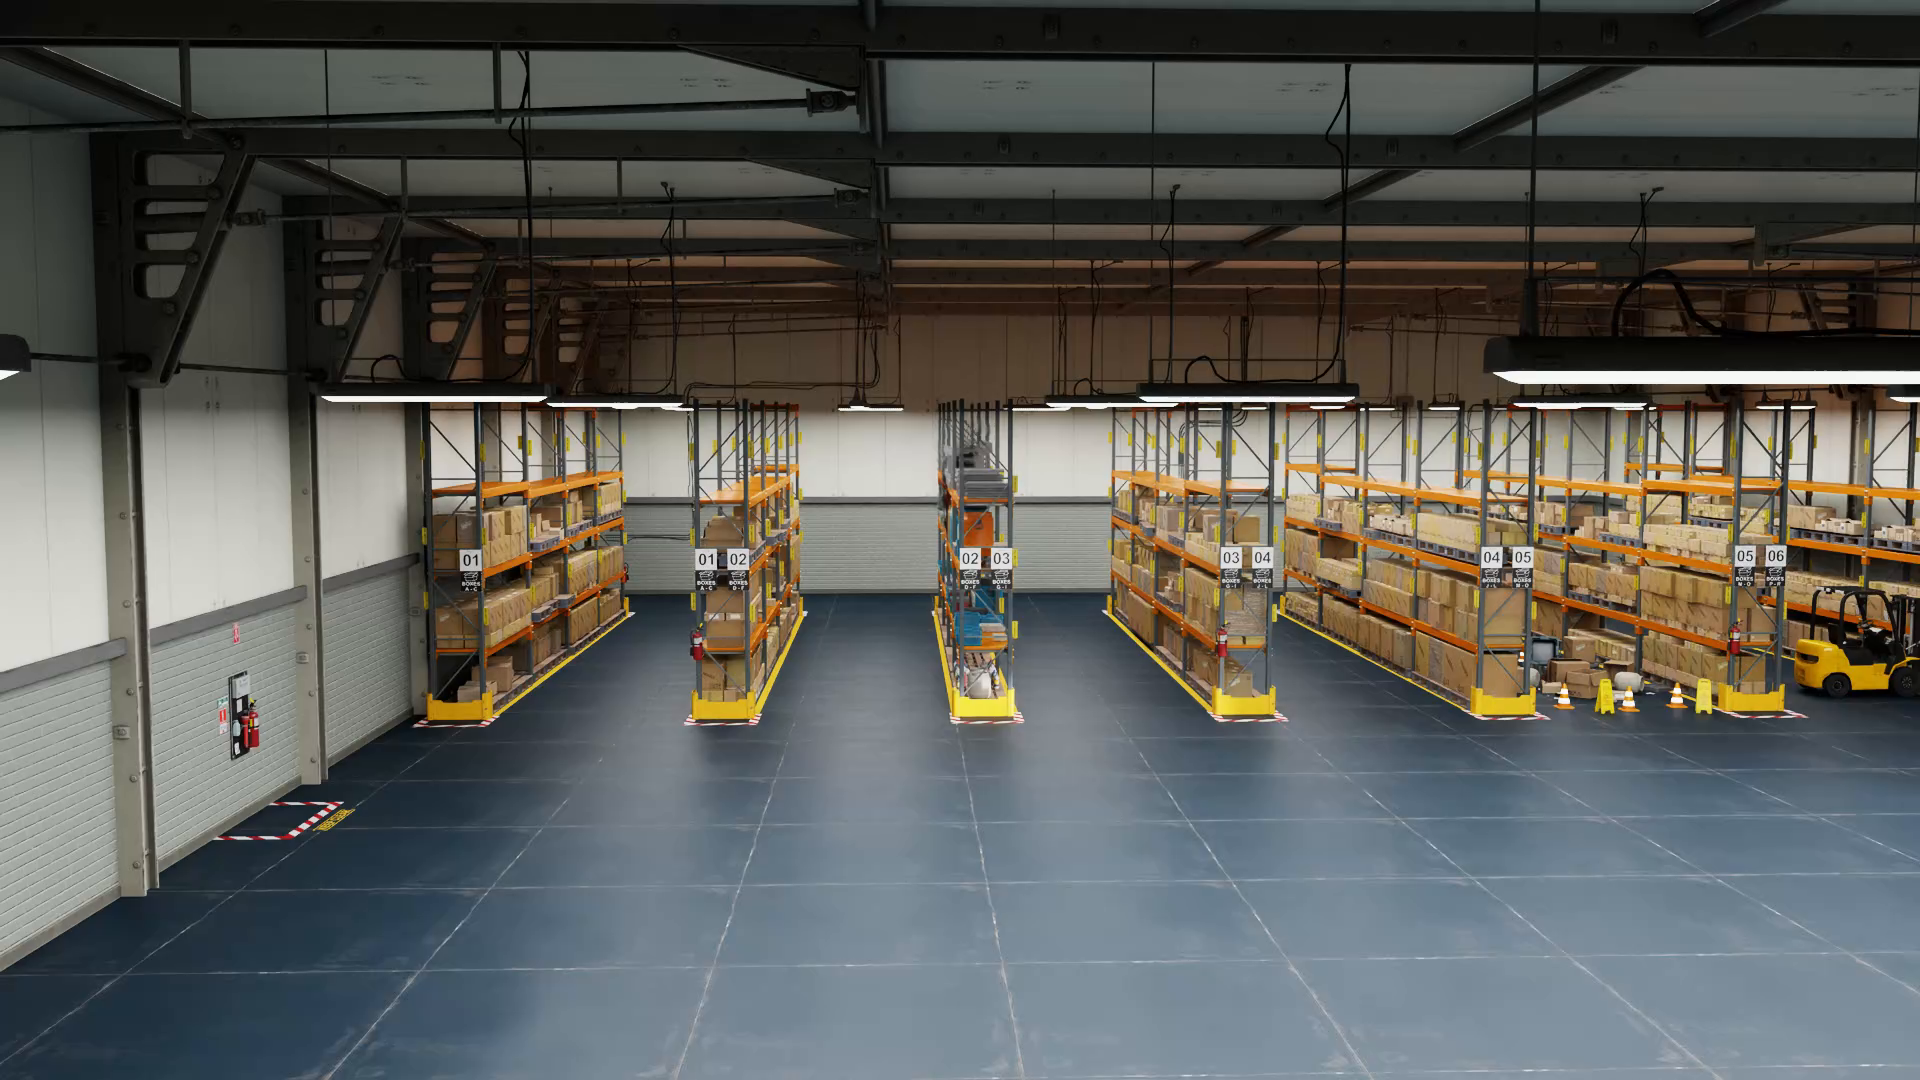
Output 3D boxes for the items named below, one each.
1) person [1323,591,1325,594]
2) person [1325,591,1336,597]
[{"bbox_3d":[10.858,1.190,49.104,0.733,1.703,0.564,0,4,-3],"label":"person"},{"bbox_3d":[10.657,1.148,48.949,0.709,1.716,0.946,-4,6,-40],"label":"person"}]
